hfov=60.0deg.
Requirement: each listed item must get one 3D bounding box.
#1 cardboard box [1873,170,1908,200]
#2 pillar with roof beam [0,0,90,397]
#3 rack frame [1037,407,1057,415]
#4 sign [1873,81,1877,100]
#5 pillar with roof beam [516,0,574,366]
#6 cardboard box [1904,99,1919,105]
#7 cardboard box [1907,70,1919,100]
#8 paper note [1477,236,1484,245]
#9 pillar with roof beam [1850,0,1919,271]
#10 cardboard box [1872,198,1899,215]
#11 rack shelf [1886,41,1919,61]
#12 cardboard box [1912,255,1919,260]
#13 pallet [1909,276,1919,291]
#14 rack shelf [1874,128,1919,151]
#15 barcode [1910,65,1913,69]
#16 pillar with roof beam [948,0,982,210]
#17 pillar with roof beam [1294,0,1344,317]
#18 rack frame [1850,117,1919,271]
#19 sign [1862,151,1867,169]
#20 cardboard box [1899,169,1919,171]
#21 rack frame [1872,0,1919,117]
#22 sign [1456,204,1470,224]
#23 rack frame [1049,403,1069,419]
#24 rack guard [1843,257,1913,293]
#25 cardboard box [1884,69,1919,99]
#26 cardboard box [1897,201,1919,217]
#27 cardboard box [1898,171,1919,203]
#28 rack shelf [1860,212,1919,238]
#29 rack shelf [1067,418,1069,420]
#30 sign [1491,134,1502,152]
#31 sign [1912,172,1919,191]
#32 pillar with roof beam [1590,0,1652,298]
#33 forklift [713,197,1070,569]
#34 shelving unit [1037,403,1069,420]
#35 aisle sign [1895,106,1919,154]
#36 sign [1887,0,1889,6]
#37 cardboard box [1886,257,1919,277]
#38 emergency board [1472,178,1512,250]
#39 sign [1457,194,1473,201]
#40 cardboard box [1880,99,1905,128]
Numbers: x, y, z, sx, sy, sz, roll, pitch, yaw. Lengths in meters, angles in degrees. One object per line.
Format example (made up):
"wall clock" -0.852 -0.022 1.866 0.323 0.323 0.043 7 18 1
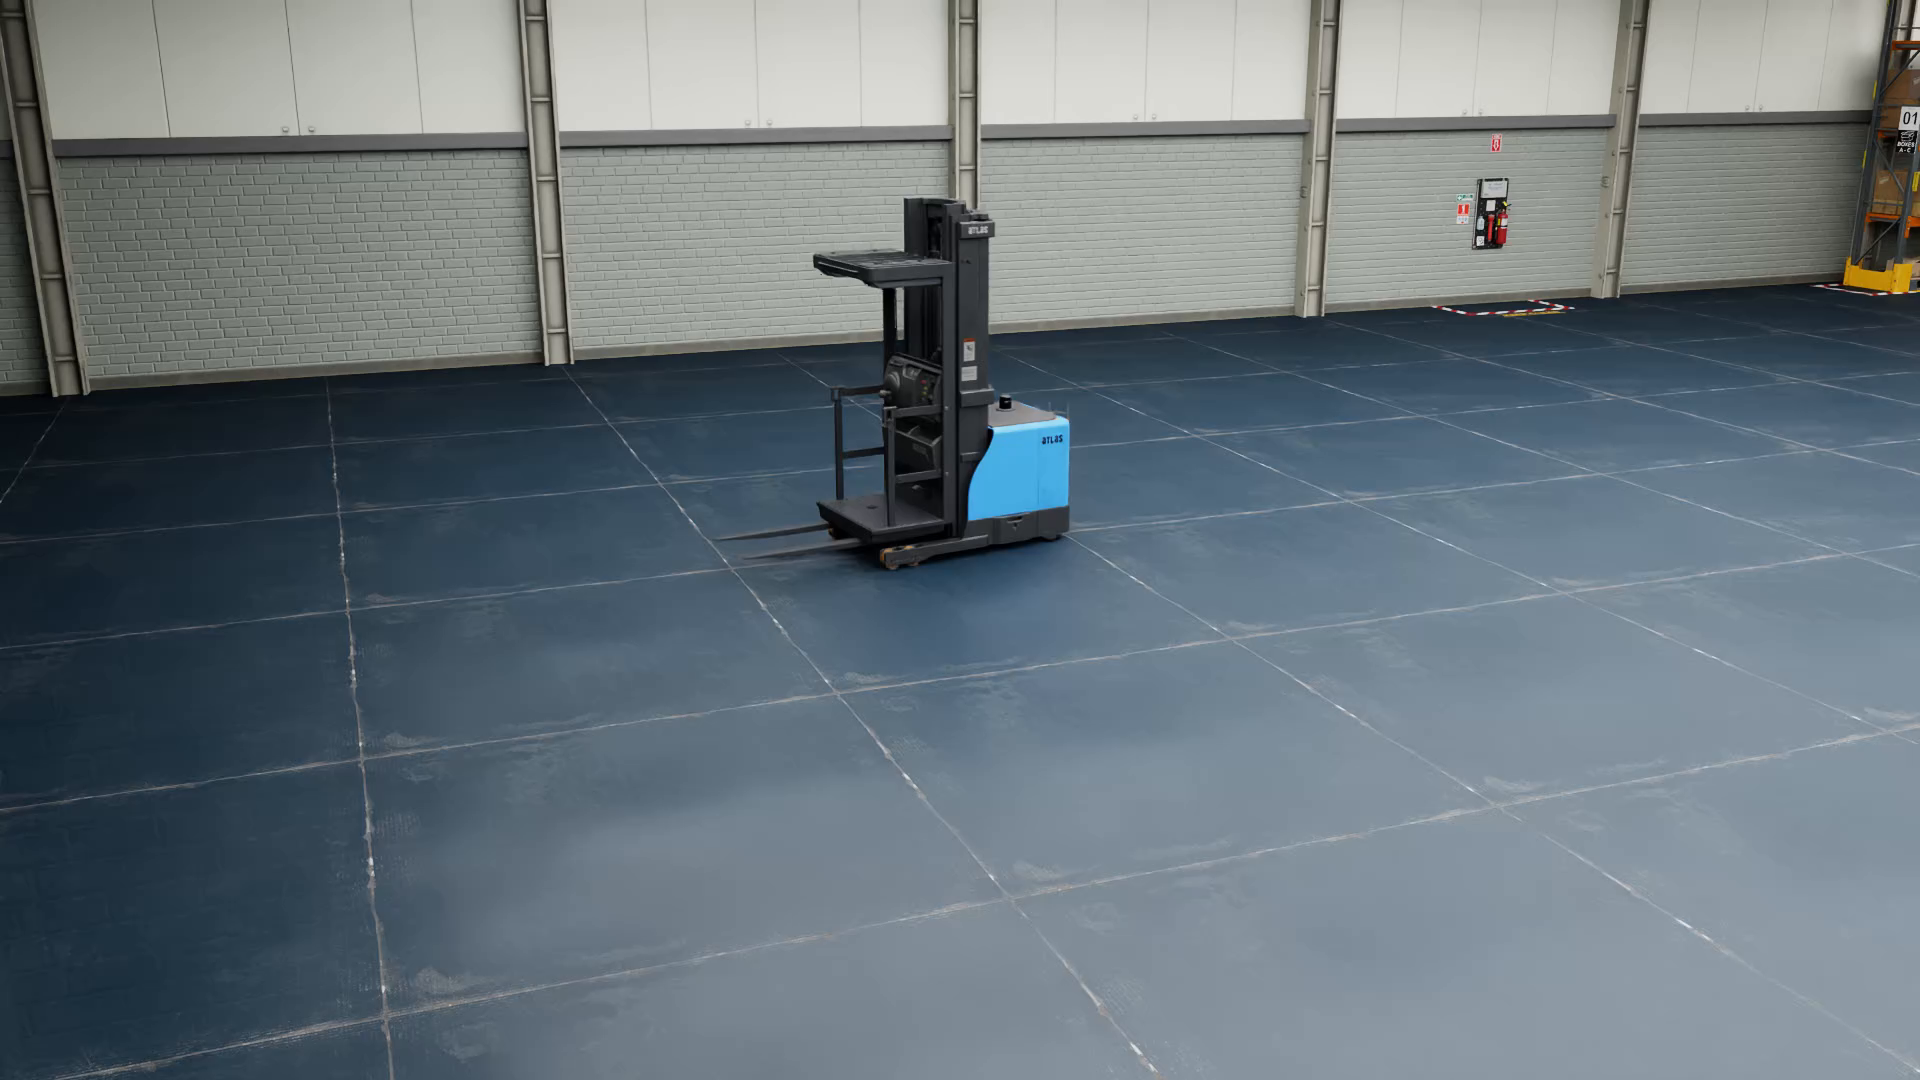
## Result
"cardboard box" 16.894 -6.403 29.979 0.500 0.500 0.500 -6 18 -21
"pillar with roof beam" -9.599 -5.021 15.727 0.400 9.000 9.100 -6 17 -20
"rack frame" 0.772 -0.670 15.006 0.200 1.050 0.008 9 18 28
"sign" 16.350 -8.014 29.671 0.005 0.325 0.100 -6 17 -20
"pillar with roof beam" -3.996 -5.626 17.787 0.400 9.000 9.100 -6 17 -20
"cardboard box" 16.932 -7.467 29.165 0.500 0.500 0.500 -6 17 -19
"cardboard box" 16.977 -7.954 29.048 0.500 0.500 0.500 -8 18 -24
"paper note" 8.760 -5.034 27.980 0.142 0.148 0.016 -6 17 -20
"pillar with roof beam" 18.415 -8.046 26.027 0.400 9.000 9.100 -6 17 -20
"cardboard box" 16.897 -6.038 30.066 0.500 0.250 0.500 -6 17 -19
"rack shelf" 18.398 -8.735 29.657 4.000 0.370 1.077 -6 17 -20
"cardboard box" 17.741 -5.027 30.383 0.500 0.311 0.500 -5 17 -15
"pallet" 17.372 -4.744 30.380 1.213 0.211 1.003 -6 17 -20
"rack shelf" 18.398 -7.298 30.079 4.000 0.370 1.077 -6 17 -20
"barcode" 17.014 -8.460 29.743 0.075 0.075 0.001 -6 17 -20
"pillar with roof beam" 1.606 -6.231 19.847 0.400 9.000 9.100 -6 17 -20
"pillar with roof beam" 7.209 -6.836 21.907 0.400 9.000 9.100 -6 17 -20
"rack frame" 16.530 -6.002 29.714 0.127 3.000 1.000 -6 17 -20
"sign" 16.350 -6.857 30.010 0.005 0.325 0.100 -6 17 -20
"cardboard box" 17.368 -6.451 30.143 0.500 0.500 0.500 -6 17 -19
"rack frame" 16.530 -8.881 28.868 0.127 3.000 1.000 -6 17 -20
"sign" 8.397 -5.445 27.752 0.234 0.329 0.001 -6 17 -20
"rack frame" 0.892 -0.727 15.211 0.200 1.050 0.008 9 18 28
"rack guard" 16.601 -4.810 30.092 0.348 0.500 1.175 -6 17 -20
"cardboard box" 16.839 -8.091 29.516 0.500 0.500 0.500 -5 17 -18
"cardboard box" 17.099 -5.905 29.615 0.500 0.250 0.500 -7 18 -22
"cardboard box" 17.083 -6.269 29.521 0.500 0.500 0.500 -6 17 -20
"rack shelf" 18.398 -5.859 30.502 4.000 0.370 1.077 -6 17 -20
"rack shelf" 0.833 -0.961 15.034 0.215 0.259 0.240 9 18 28
"sign" 8.907 -6.594 27.615 0.199 0.298 0.001 -6 17 -20
"sign" 16.724 -6.275 29.106 0.005 0.325 0.100 -6 17 -20
"pillar with roof beam" 12.812 -7.441 23.967 0.400 9.000 9.100 -6 17 -20
"forklift" -0.576 -1.334 13.938 3.031 2.935 1.130 -9 19 -28
"shelving unit" 0.832 -0.698 15.108 0.215 1.050 0.252 9 18 28
"aisle sign" 16.570 -7.163 29.054 0.004 0.787 0.394 -6 17 -20
"sign" 16.350 -9.553 29.219 0.005 0.325 0.100 -6 17 -20
"cardboard box" 17.208 -4.969 30.188 0.500 0.311 0.500 -8 18 -26
"emergency board" 8.950 -5.456 27.855 0.643 1.169 0.194 -6 17 -20
"sign" 8.404 -5.697 27.671 0.331 0.109 0.001 -6 17 -20
"cardboard box" 16.829 -7.608 29.644 0.500 0.500 0.500 -5 17 -16
